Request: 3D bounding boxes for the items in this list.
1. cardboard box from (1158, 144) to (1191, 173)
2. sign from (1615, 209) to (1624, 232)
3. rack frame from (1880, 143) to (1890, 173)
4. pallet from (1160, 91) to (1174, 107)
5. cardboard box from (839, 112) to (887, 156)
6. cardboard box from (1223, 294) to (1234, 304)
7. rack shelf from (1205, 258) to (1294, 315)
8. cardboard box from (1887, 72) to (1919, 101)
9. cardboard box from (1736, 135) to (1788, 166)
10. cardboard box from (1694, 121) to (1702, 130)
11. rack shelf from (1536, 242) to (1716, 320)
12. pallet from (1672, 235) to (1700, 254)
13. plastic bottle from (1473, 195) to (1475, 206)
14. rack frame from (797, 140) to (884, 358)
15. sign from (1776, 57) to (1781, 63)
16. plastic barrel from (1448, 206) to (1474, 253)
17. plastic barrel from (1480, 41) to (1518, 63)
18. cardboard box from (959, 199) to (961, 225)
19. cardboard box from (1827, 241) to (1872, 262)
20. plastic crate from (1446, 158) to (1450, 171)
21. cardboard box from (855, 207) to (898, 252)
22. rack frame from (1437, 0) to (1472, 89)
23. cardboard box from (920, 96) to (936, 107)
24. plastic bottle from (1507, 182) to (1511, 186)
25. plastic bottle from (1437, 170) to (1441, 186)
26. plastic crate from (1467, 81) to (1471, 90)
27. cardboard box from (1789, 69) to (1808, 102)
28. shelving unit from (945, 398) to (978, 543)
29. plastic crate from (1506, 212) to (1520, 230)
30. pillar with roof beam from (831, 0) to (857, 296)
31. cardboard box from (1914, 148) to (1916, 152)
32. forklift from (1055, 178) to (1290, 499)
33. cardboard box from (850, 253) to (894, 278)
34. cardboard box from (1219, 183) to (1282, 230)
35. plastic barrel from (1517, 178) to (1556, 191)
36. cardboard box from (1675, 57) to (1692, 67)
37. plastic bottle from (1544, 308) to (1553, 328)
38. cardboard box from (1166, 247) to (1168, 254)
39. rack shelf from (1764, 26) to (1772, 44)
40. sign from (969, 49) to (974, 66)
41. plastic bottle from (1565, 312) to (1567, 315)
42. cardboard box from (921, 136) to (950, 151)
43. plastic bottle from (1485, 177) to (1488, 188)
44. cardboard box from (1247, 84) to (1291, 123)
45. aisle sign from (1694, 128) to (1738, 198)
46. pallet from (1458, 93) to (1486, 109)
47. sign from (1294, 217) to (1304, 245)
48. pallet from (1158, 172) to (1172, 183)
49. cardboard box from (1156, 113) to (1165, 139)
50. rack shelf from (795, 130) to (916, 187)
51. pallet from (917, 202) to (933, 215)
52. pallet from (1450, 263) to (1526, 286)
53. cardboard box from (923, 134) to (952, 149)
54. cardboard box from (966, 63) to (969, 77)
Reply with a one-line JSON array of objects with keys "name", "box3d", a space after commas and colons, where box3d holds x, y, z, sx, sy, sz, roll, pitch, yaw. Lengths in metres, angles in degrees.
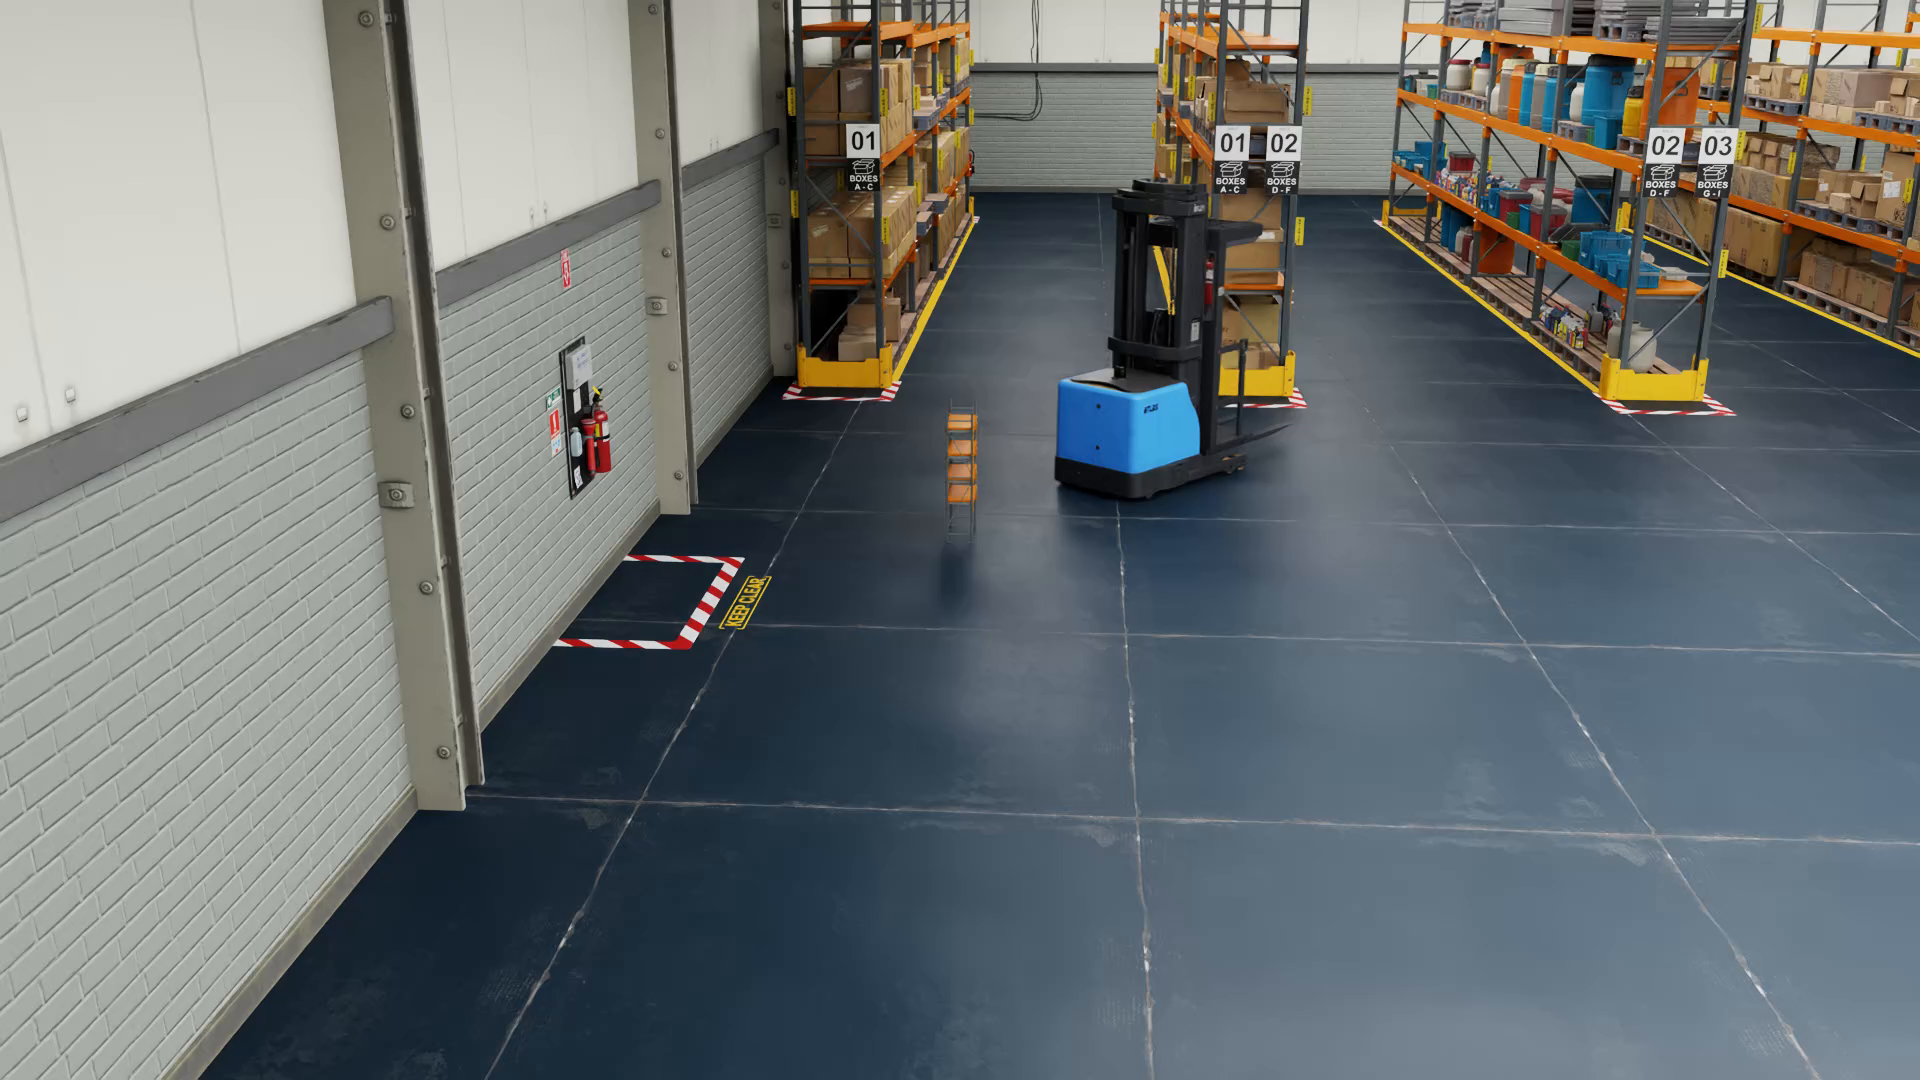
[{"name": "cardboard box", "box3d": [4.097, -7.080, 30.877, 0.700, 0.500, 0.500, -5, 19, -15]}, {"name": "sign", "box3d": [9.268, -4.494, 23.377, 0.100, 0.325, 0.005, 1, 18, 4]}, {"name": "rack frame", "box3d": [19.461, -7.853, 34.071, 1.000, 3.000, 0.127, 1, 18, 4]}, {"name": "pallet", "box3d": [4.166, -7.788, 29.357, 1.213, 0.211, 1.003, 1, 18, 4]}, {"name": "cardboard box", "box3d": [-1.174, -4.938, 20.166, 0.500, 0.500, 0.500, 2, 18, 5]}, {"name": "cardboard box", "box3d": [3.292, -2.981, 21.741, 0.500, 0.500, 0.500, 1, 18, 4]}, {"name": "rack shelf", "box3d": [3.637, -3.527, 22.025, 1.077, 0.370, 4.000, 1, 18, 4]}, {"name": "cardboard box", "box3d": [14.086, -6.754, 24.937, 0.500, 0.500, 0.500, 2, 18, 5]}, {"name": "cardboard box", "box3d": [14.136, -6.865, 29.286, 0.797, 0.503, 0.637, 1, 18, 5]}, {"name": "cardboard box", "box3d": [14.748, -8.264, 33.885, 0.500, 0.500, 0.500, 2, 18, 5]}, {"name": "rack shelf", "box3d": [8.577, -3.415, 21.684, 1.077, 0.370, 4.000, 1, 18, 4]}, {"name": "pallet", "box3d": [14.367, -5.662, 31.863, 1.003, 0.211, 1.213, 1, 18, 4]}, {"name": "plastic bottle", "box3d": [8.637, -5.697, 27.811, 0.097, 0.201, 0.097, 0, 18, 0]}, {"name": "rack frame", "box3d": [-1.448, -3.357, 20.352, 1.000, 3.000, 0.127, 1, 18, 4]}, {"name": "sign", "box3d": [14.776, -8.564, 30.089, 0.100, 0.325, 0.005, 1, 18, 4]}, {"name": "plastic barrel", "box3d": [9.187, -5.677, 30.127, 0.600, 0.901, 0.708, 1, 18, 4]}, {"name": "plastic barrel", "box3d": [9.324, -8.193, 28.812, 0.600, 0.901, 0.708, 1, 18, 4]}, {"name": "cardboard box", "box3d": [-0.353, -6.641, 33.714, 0.700, 0.500, 0.500, 2, 18, 5]}, {"name": "cardboard box", "box3d": [13.902, -4.514, 25.985, 0.500, 0.250, 0.500, 3, 18, 10]}, {"name": "plastic crate", "box3d": [9.587, -7.305, 32.495, 0.437, 0.282, 0.530, 1, 18, 4]}, {"name": "cardboard box", "box3d": [-1.068, -3.947, 21.155, 0.500, 0.500, 0.500, 1, 18, 4]}, {"name": "rack frame", "box3d": [9.294, -9.714, 30.117, 1.000, 3.000, 0.127, 1, 18, 4]}, {"name": "cardboard box", "box3d": [-0.657, -7.005, 26.777, 0.500, 0.311, 0.500, 1, 18, 4]}, {"name": "plastic bottle", "box3d": [9.489, -6.050, 28.758, 0.061, 0.283, 0.133, 1, 18, 4]}, {"name": "plastic bottle", "box3d": [8.833, -6.662, 30.624, 0.061, 0.283, 0.133, 1, 18, 4]}, {"name": "plastic crate", "box3d": [9.657, -8.606, 31.763, 0.497, 0.269, 0.590, 1, 18, 4]}, {"name": "cardboard box", "box3d": [13.919, -7.375, 26.957, 0.797, 0.503, 0.637, 2, 18, 7]}, {"name": "shelving unit", "box3d": [0.012, -0.622, 14.893, 0.258, 1.200, 0.503, 1, 18, 4]}, {"name": "plastic crate", "box3d": [8.564, -4.825, 25.171, 0.450, 0.188, 0.662, 1, 18, 4]}, {"name": "pillar with roof beam", "box3d": [2.464, -8.212, 25.534, 9.100, 9.000, 0.400, 1, 18, 4]}, {"name": "cardboard box", "box3d": [19.093, -7.590, 32.630, 0.500, 0.500, 0.500, 2, 18, 5]}, {"name": "forklift", "box3d": [2.314, -2.167, 16.830, 1.130, 2.935, 3.031, 16, 24, 40]}, {"name": "cardboard box", "box3d": [-1.096, -3.440, 20.813, 0.500, 0.250, 0.500, 1, 18, 2]}, {"name": "cardboard box", "box3d": [3.543, -4.073, 20.292, 0.700, 0.500, 0.500, 1, 18, 4]}, {"name": "plastic barrel", "box3d": [9.276, -5.535, 26.778, 0.600, 0.536, 0.708, 1, 18, 4]}, {"name": "cardboard box", "box3d": [14.388, -9.218, 32.426, 0.700, 0.500, 0.500, 0, 18, 0]}, {"name": "plastic bottle", "box3d": [8.265, -3.103, 23.243, 0.152, 0.276, 0.135, 2, 18, 6]}, {"name": "cardboard box", "box3d": [3.969, -5.373, 29.812, 0.500, 0.500, 0.500, 1, 18, 2]}, {"name": "rack shelf", "box3d": [14.378, -9.693, 31.849, 1.077, 0.370, 4.000, 1, 18, 4]}, {"name": "sign", "box3d": [0.240, -10.119, 34.874, 0.100, 0.325, 0.005, 1, 18, 4]}, {"name": "plastic bottle", "box3d": [8.359, -3.002, 22.942, 0.097, 0.271, 0.097, 0, 18, 0]}, {"name": "cardboard box", "box3d": [-0.449, -7.171, 30.116, 0.500, 0.250, 0.500, 2, 18, 5]}, {"name": "plastic bottle", "box3d": [9.391, -6.357, 29.714, 0.097, 0.271, 0.097, 0, 18, 0]}, {"name": "cardboard box", "box3d": [3.885, -5.497, 21.003, 0.500, 0.500, 0.500, 1, 18, 4]}, {"name": "aisle sign", "box3d": [8.721, -4.343, 19.184, 0.394, 0.787, 0.004, 1, 18, 4]}, {"name": "pallet", "box3d": [9.257, -7.601, 28.788, 1.003, 0.211, 1.213, 1, 18, 4]}, {"name": "sign", "box3d": [4.047, -3.683, 19.827, 0.100, 0.325, 0.005, 1, 18, 4]}, {"name": "pallet", "box3d": [4.188, -6.638, 30.672, 1.003, 0.211, 1.213, 1, 18, 4]}, {"name": "cardboard box", "box3d": [4.346, -8.608, 34.609, 0.500, 0.500, 0.500, 2, 18, 6]}, {"name": "rack shelf", "box3d": [-1.304, -5.062, 21.892, 1.077, 0.370, 4.000, 1, 18, 4]}, {"name": "pallet", "box3d": [-0.975, -5.135, 26.085, 1.003, 0.211, 1.213, 1, 18, 4]}, {"name": "pallet", "box3d": [9.022, -4.541, 28.444, 1.003, 0.211, 1.213, 1, 18, 4]}, {"name": "cardboard box", "box3d": [-0.412, -7.330, 30.600, 0.500, 0.250, 0.500, 2, 18, 5]}, {"name": "cardboard box", "box3d": [-0.088, -9.694, 34.280, 0.500, 0.250, 0.500, 2, 18, 6]}]
